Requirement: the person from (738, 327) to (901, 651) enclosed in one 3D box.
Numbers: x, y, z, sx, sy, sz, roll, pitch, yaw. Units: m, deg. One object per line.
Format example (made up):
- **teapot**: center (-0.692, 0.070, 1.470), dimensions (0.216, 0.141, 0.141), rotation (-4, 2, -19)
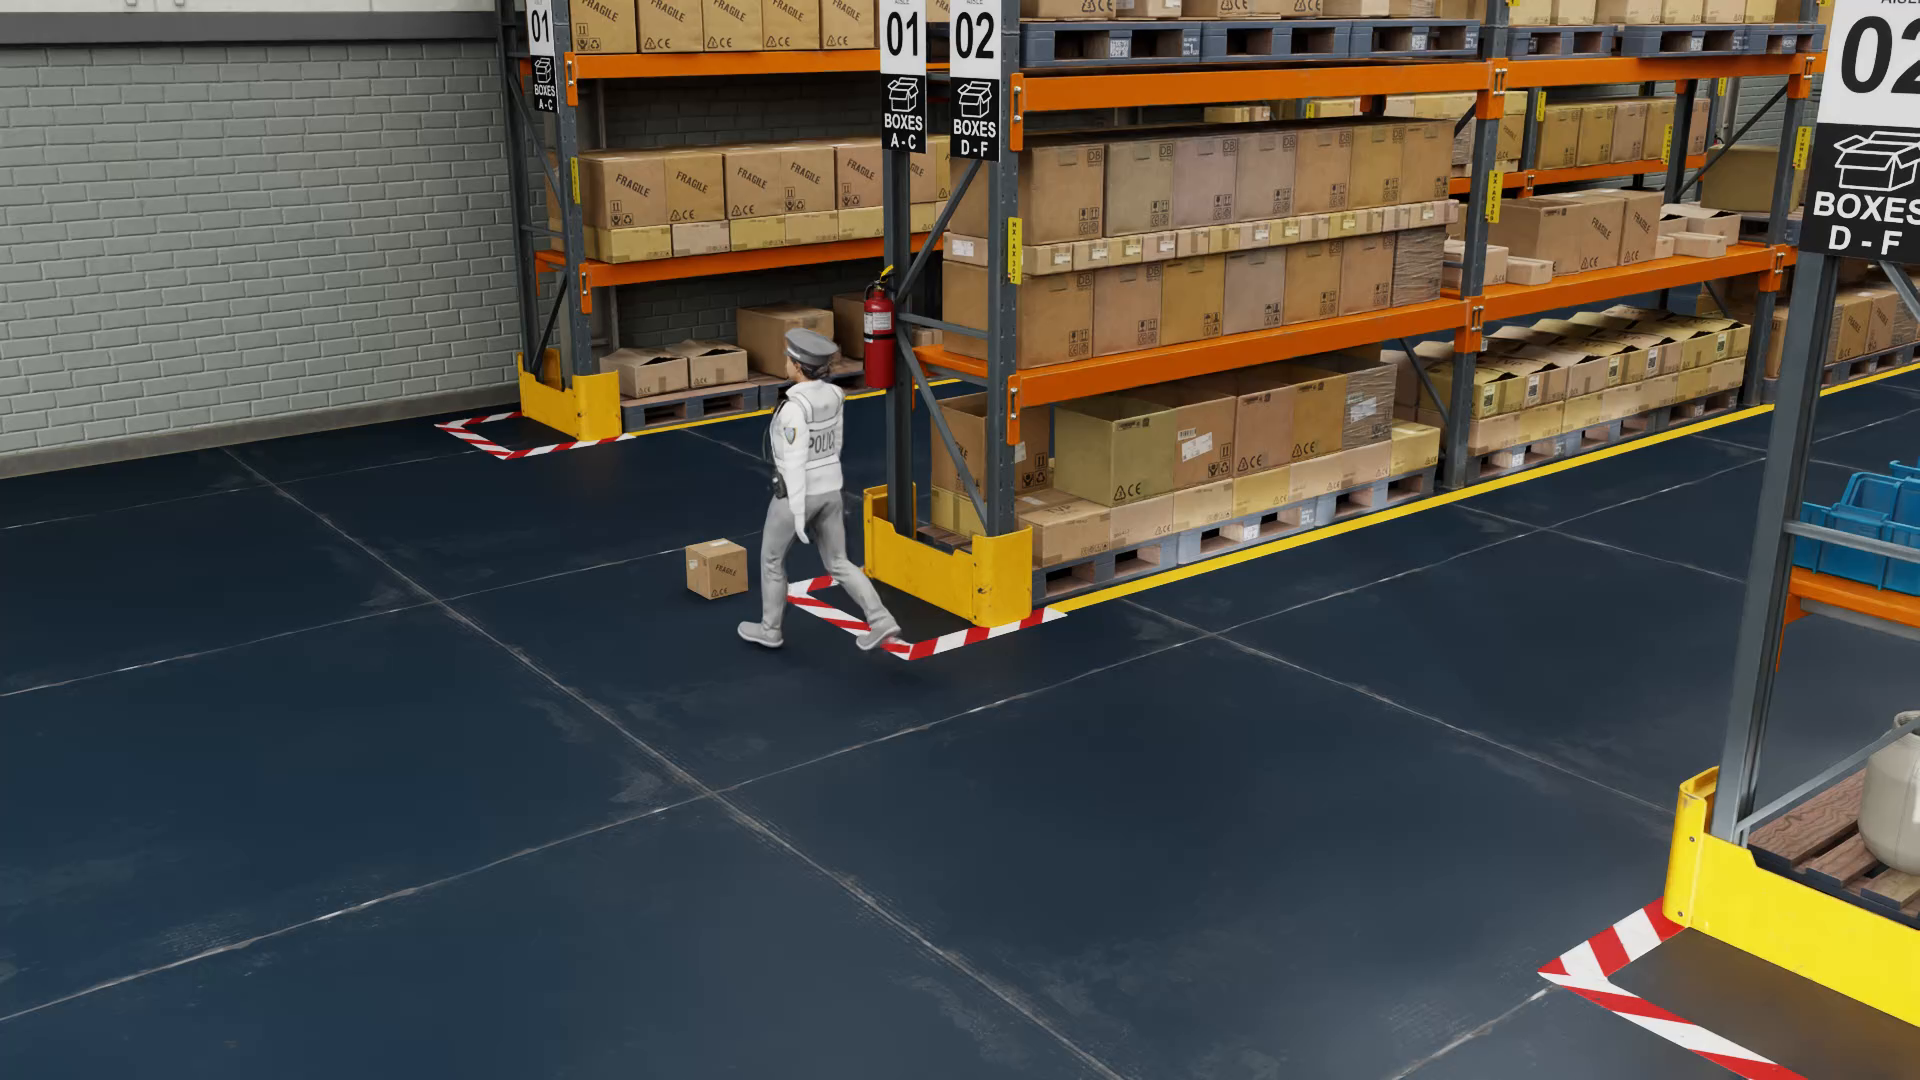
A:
- **person**: center (-0.710, -0.229, 8.220), dimensions (0.944, 1.647, 0.494), rotation (13, 22, 35)
